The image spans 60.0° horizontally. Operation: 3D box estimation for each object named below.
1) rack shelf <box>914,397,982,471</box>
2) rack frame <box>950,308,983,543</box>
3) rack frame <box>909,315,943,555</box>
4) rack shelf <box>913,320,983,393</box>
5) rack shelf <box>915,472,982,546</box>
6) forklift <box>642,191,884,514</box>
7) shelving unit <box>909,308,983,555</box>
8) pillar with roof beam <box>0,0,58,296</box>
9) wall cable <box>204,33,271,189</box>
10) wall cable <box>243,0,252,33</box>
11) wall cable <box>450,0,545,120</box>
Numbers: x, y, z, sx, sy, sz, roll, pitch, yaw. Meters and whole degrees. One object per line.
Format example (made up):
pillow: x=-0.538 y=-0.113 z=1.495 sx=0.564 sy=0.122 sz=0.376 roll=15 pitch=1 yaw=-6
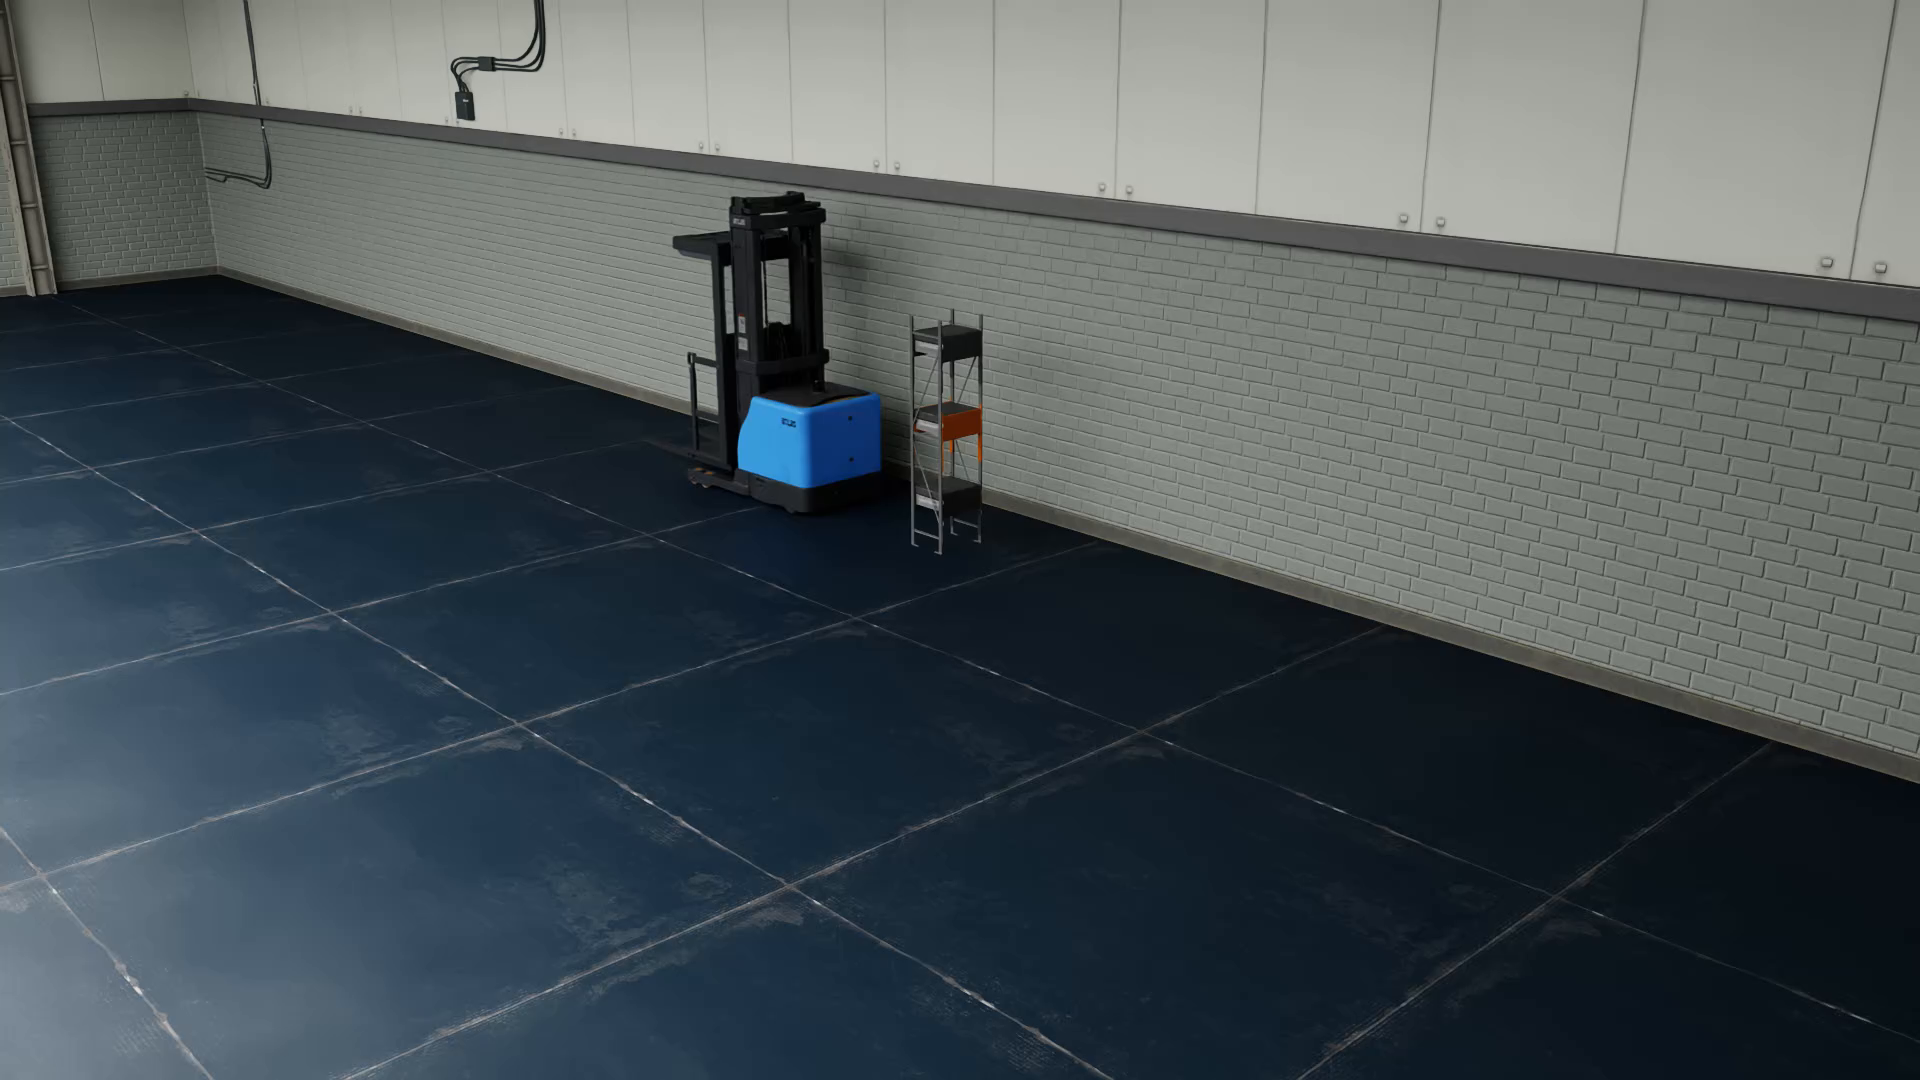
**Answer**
rack shelf: x=-0.120 y=-0.951 z=14.822 sx=0.480 sy=0.518 sz=0.431 roll=-16 pitch=24 yaw=-41
rack frame: x=0.057 y=-1.015 z=14.977 sx=0.015 sy=2.100 sz=0.400 roll=-16 pitch=24 yaw=-41
rack frame: x=-0.298 y=-0.912 z=14.659 sx=0.015 sy=2.100 sz=0.400 roll=-16 pitch=24 yaw=-41
rack shelf: x=-0.120 y=-1.617 z=14.606 sx=0.480 sy=0.518 sz=0.431 roll=-16 pitch=24 yaw=-41
rack shelf: x=-0.120 y=-0.285 z=15.038 sx=0.480 sy=0.518 sz=0.431 roll=-16 pitch=24 yaw=-41
forklift: x=-2.140 y=-2.018 z=16.722 sx=1.130 sy=2.935 sz=3.031 roll=-17 pitch=24 yaw=-41
shelving unit: x=-0.120 y=-0.964 z=14.818 sx=0.503 sy=2.100 sz=0.431 roll=-16 pitch=24 yaw=-41
pillar with roof beam: x=-12.528 y=-7.469 z=23.696 sx=0.400 sy=9.000 sz=9.100 roll=-16 pitch=24 yaw=-41
wall cable: x=-12.436 y=-7.285 z=28.162 sx=0.112 sy=2.526 sz=3.097 roll=-16 pitch=24 yaw=-41
wall cable: x=-10.577 y=-9.081 z=25.513 sx=0.112 sy=2.526 sz=3.097 roll=-16 pitch=24 yaw=-41
wall cable: x=-5.925 y=-8.249 z=20.586 sx=0.169 sy=6.003 sz=2.305 roll=-16 pitch=24 yaw=-41
